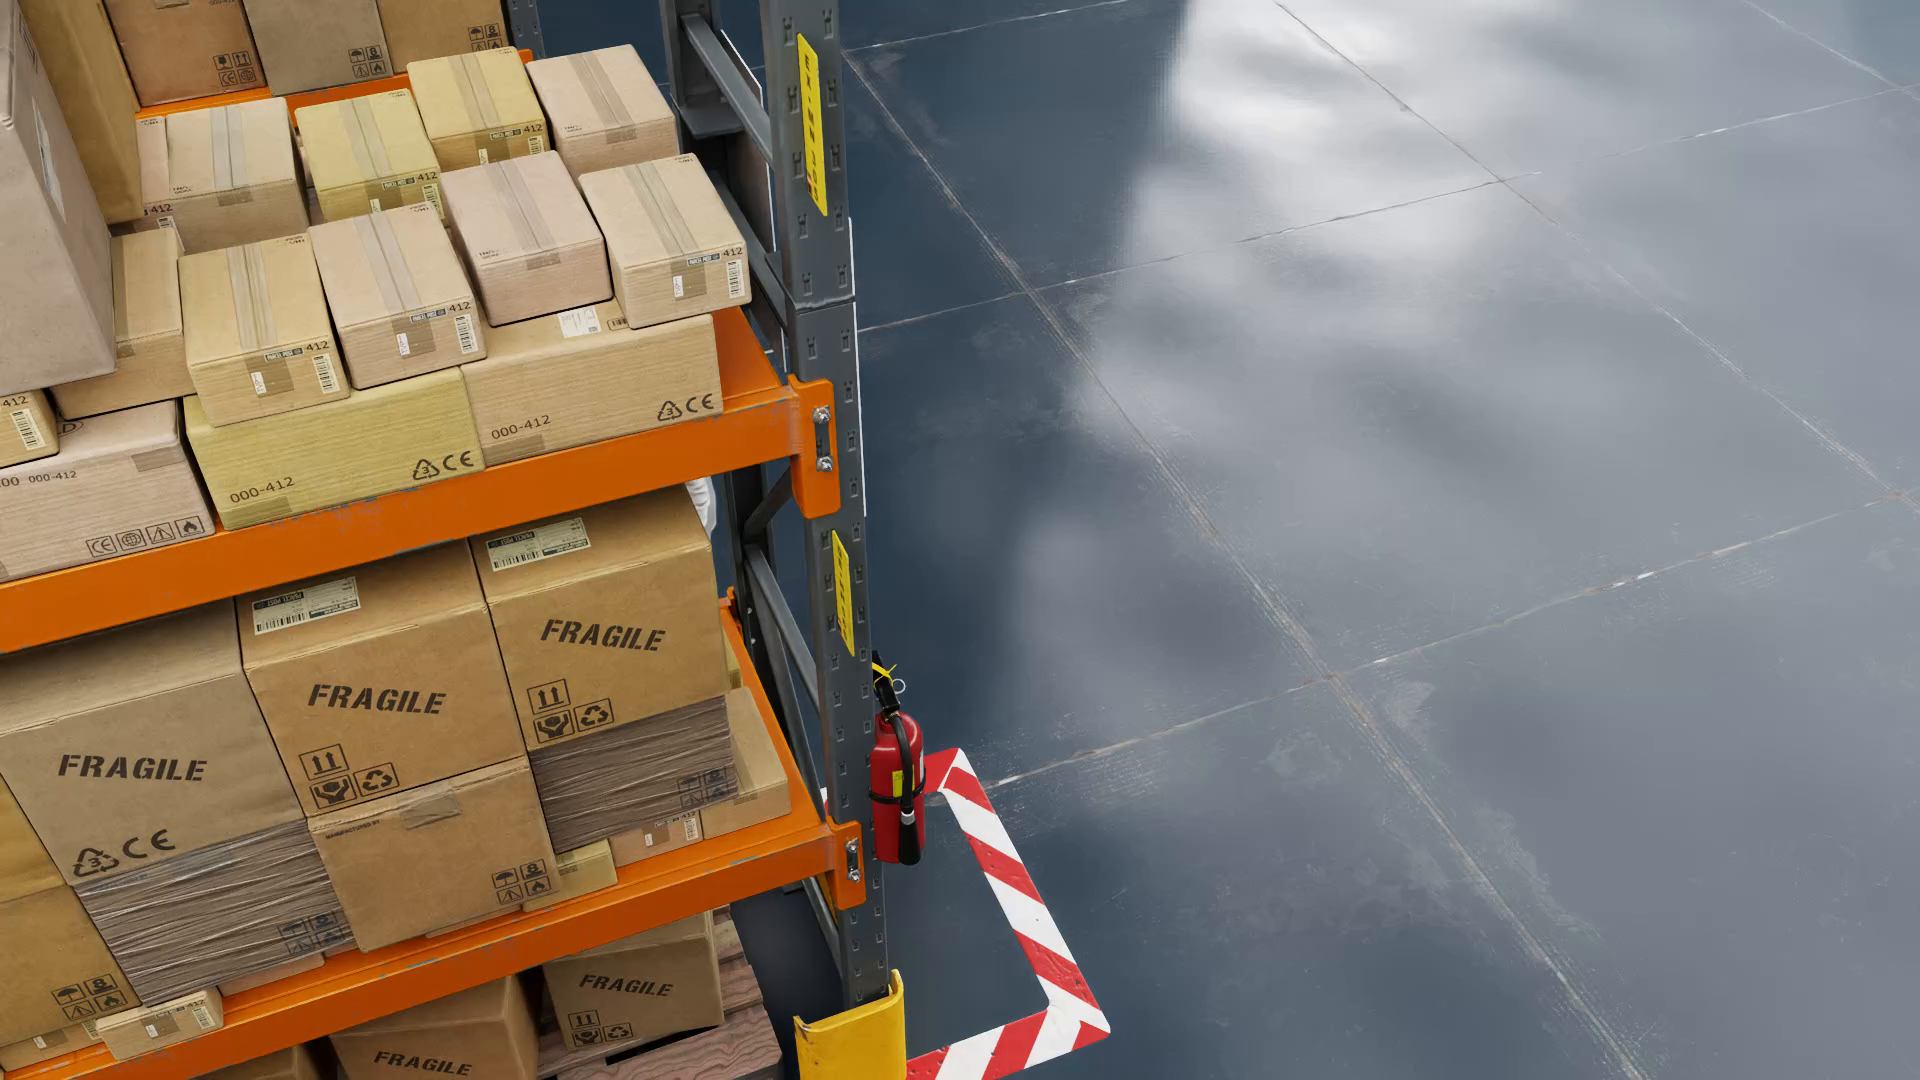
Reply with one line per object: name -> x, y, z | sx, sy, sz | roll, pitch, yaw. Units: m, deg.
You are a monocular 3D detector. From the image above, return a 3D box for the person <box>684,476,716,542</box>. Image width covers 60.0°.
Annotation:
person -> -1.102, -0.064, 6.240 | 0.346, 1.592, 0.476 | -31, 51, -29
